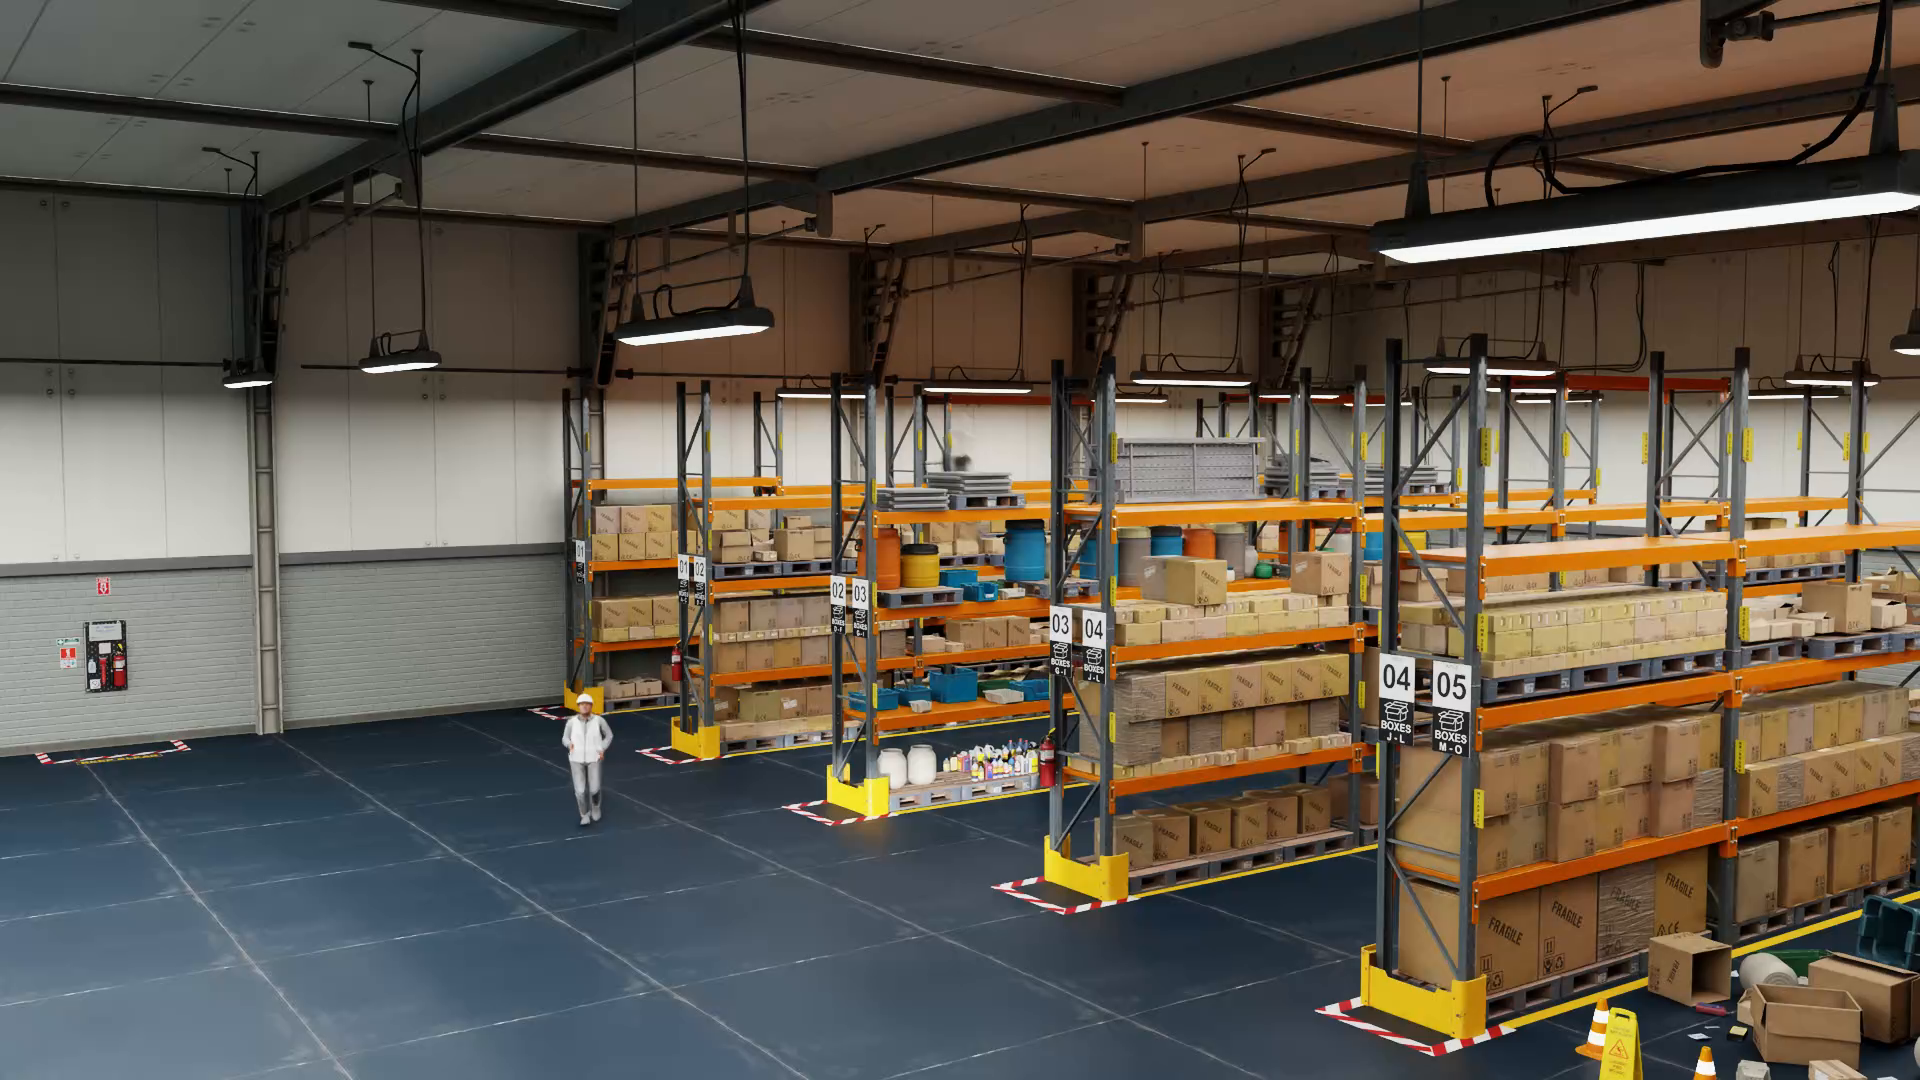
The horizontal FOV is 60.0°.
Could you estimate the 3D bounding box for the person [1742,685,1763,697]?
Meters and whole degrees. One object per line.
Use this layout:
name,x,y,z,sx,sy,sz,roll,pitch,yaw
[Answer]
person,11.074,2.795,23.204,0.878,1.807,0.668,-3,5,-38

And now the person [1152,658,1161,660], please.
person,3.422,2.412,29.160,0.824,1.838,0.686,-3,5,-43

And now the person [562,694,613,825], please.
person,-4.903,2.889,21.826,0.650,1.726,0.578,0,4,-7
